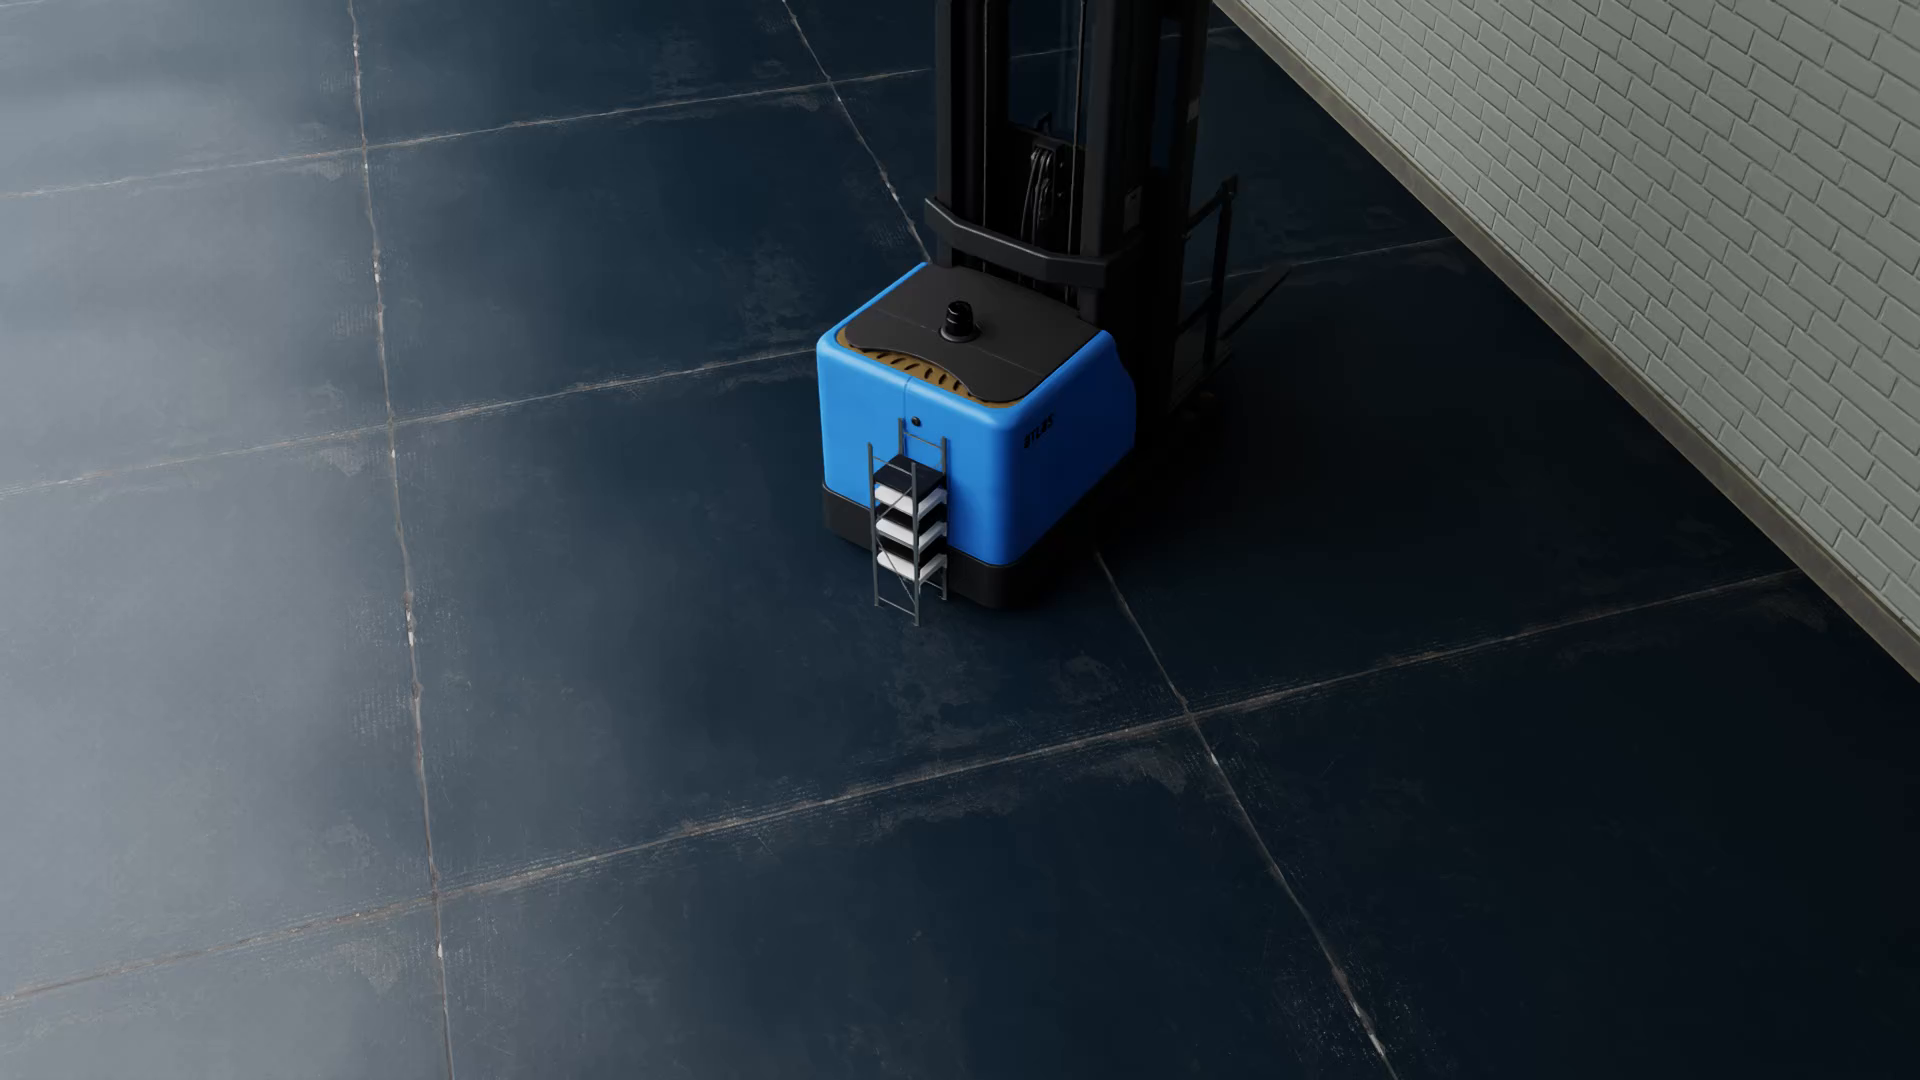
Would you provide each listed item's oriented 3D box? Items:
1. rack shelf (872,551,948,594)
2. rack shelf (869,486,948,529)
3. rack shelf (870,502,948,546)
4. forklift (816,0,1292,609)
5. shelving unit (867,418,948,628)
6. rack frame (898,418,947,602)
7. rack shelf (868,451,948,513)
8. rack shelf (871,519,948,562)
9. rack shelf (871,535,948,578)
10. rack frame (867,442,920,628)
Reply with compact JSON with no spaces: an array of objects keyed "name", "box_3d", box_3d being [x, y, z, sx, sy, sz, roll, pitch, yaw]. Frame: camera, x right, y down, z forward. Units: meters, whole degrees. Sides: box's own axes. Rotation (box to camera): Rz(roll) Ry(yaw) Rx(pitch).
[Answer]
[{"name":"rack shelf","box_3d":[-0.214,0.099,7.126,0.258,0.077,0.200,25,47,26]},{"name":"rack shelf","box_3d":[-0.214,-0.172,6.889,0.258,0.077,0.200,25,47,26]},{"name":"rack shelf","box_3d":[-0.214,-0.104,6.948,0.258,0.077,0.200,25,47,26]},{"name":"forklift","box_3d":[0.643,-1.736,7.359,1.130,2.935,3.031,25,47,26]},{"name":"shelving unit","box_3d":[-0.214,-0.061,6.986,0.258,0.900,0.210,25,47,26]},{"name":"rack frame","box_3d":[-0.155,-0.116,7.048,0.240,0.900,0.006,25,47,26]},{"name":"rack shelf","box_3d":[-0.214,-0.239,6.830,0.258,0.077,0.200,25,47,26]},{"name":"rack shelf","box_3d":[-0.214,-0.036,7.008,0.258,0.077,0.200,25,47,26]},{"name":"rack shelf","box_3d":[-0.214,0.032,7.067,0.258,0.077,0.200,25,47,26]},{"name":"rack frame","box_3d":[-0.272,-0.007,6.923,0.240,0.900,0.006,25,47,26]}]
